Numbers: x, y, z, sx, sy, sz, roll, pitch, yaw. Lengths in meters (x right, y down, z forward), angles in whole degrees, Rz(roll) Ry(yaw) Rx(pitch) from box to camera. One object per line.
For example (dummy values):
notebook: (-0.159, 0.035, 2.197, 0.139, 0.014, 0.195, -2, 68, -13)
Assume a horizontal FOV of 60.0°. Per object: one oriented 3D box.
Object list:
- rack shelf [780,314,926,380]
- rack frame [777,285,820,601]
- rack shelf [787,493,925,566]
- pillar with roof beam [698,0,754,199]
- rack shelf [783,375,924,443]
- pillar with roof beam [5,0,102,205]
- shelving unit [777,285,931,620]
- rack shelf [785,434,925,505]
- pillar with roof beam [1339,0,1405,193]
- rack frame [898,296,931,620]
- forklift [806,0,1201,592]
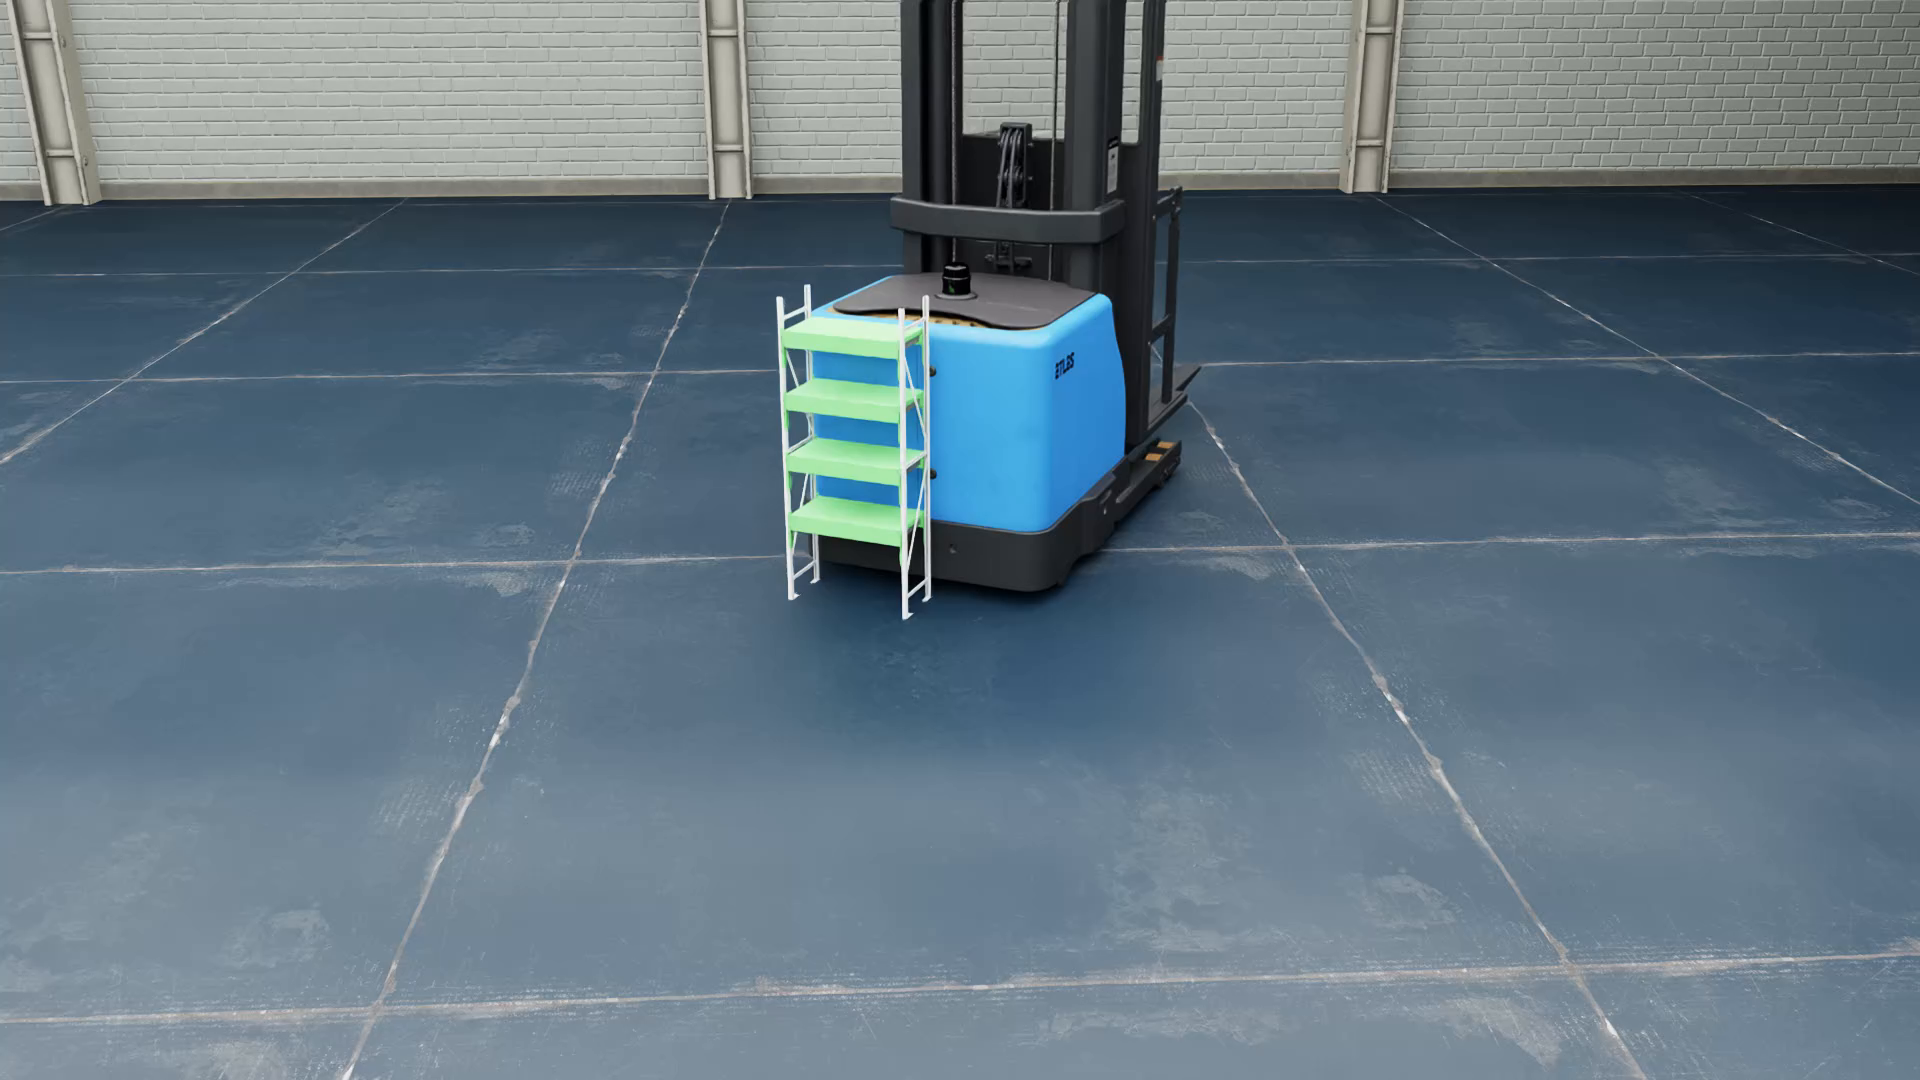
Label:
rack shelf: (-0.392, -0.718, 6.152, 0.480, 0.148, 0.258, 8, 22, 21)
rack frame: (-0.617, -0.363, 6.387, 0.015, 1.200, 0.240, 8, 22, 21)
rack shelf: (-0.392, -0.046, 6.409, 0.480, 0.148, 0.258, 8, 22, 21)
pillar with roof beam: (-1.894, -5.898, 9.966, 0.400, 9.000, 9.100, -1, 21, -3)
rack shelf: (-0.392, -0.494, 6.238, 0.480, 0.148, 0.258, 8, 22, 21)
pillar with roof beam: (-7.884, -5.777, 9.646, 0.400, 9.000, 9.100, -1, 21, -3)
shelving unit: (-0.392, -0.330, 6.300, 0.503, 1.200, 0.258, 8, 22, 21)
rack shelf: (-0.392, -0.270, 6.323, 0.480, 0.148, 0.258, 8, 22, 21)
pillar with roof beam: (4.096, -6.020, 10.287, 0.400, 9.000, 9.100, -1, 21, -3)
rack frame: (-0.166, -0.297, 6.213, 0.015, 1.200, 0.240, 8, 22, 21)
forklift: (0.412, -1.661, 7.364, 1.130, 2.935, 3.031, 8, 22, 21)
